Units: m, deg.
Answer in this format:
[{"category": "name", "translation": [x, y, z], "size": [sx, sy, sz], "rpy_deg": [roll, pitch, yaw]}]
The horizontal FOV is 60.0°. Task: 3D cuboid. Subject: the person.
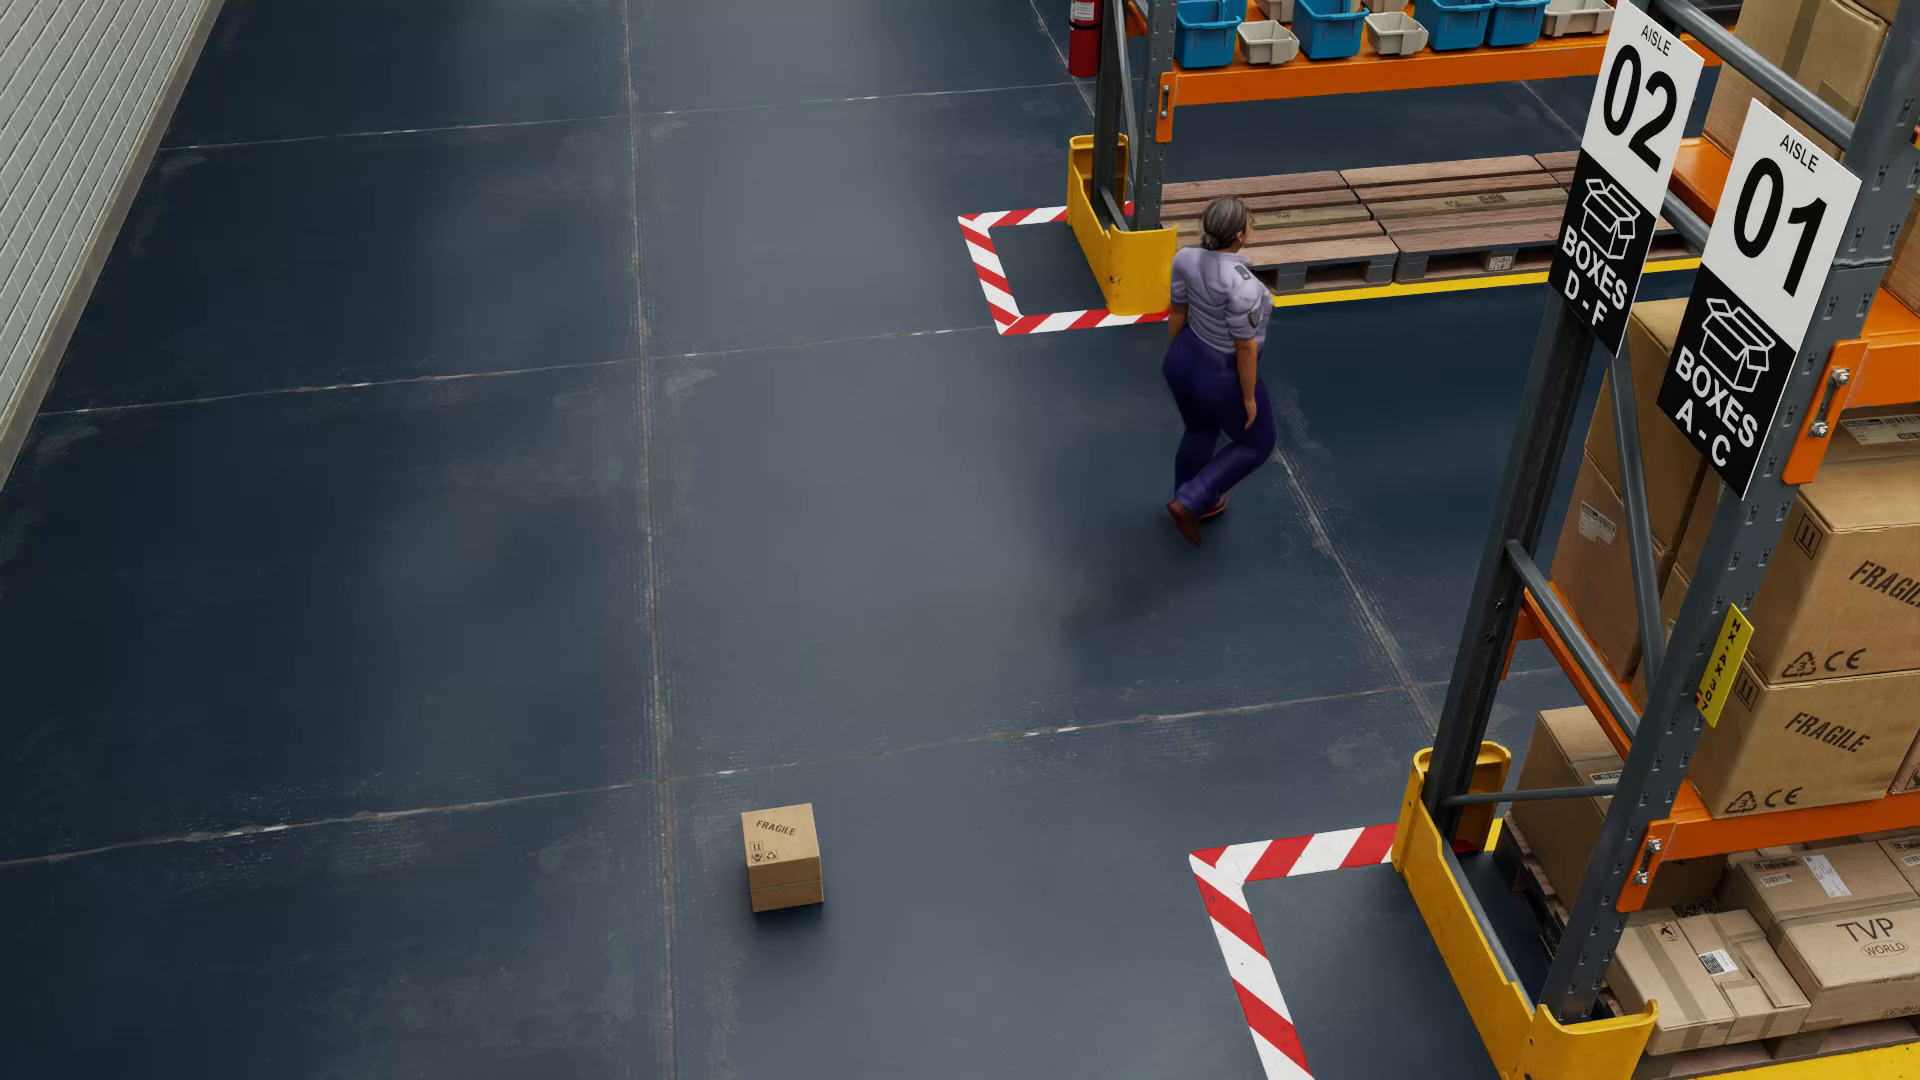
[{"category": "person", "translation": [1.055, -0.682, 6.982], "size": [0.496, 1.620, 0.508], "rpy_deg": [-24, 45, -27]}]
